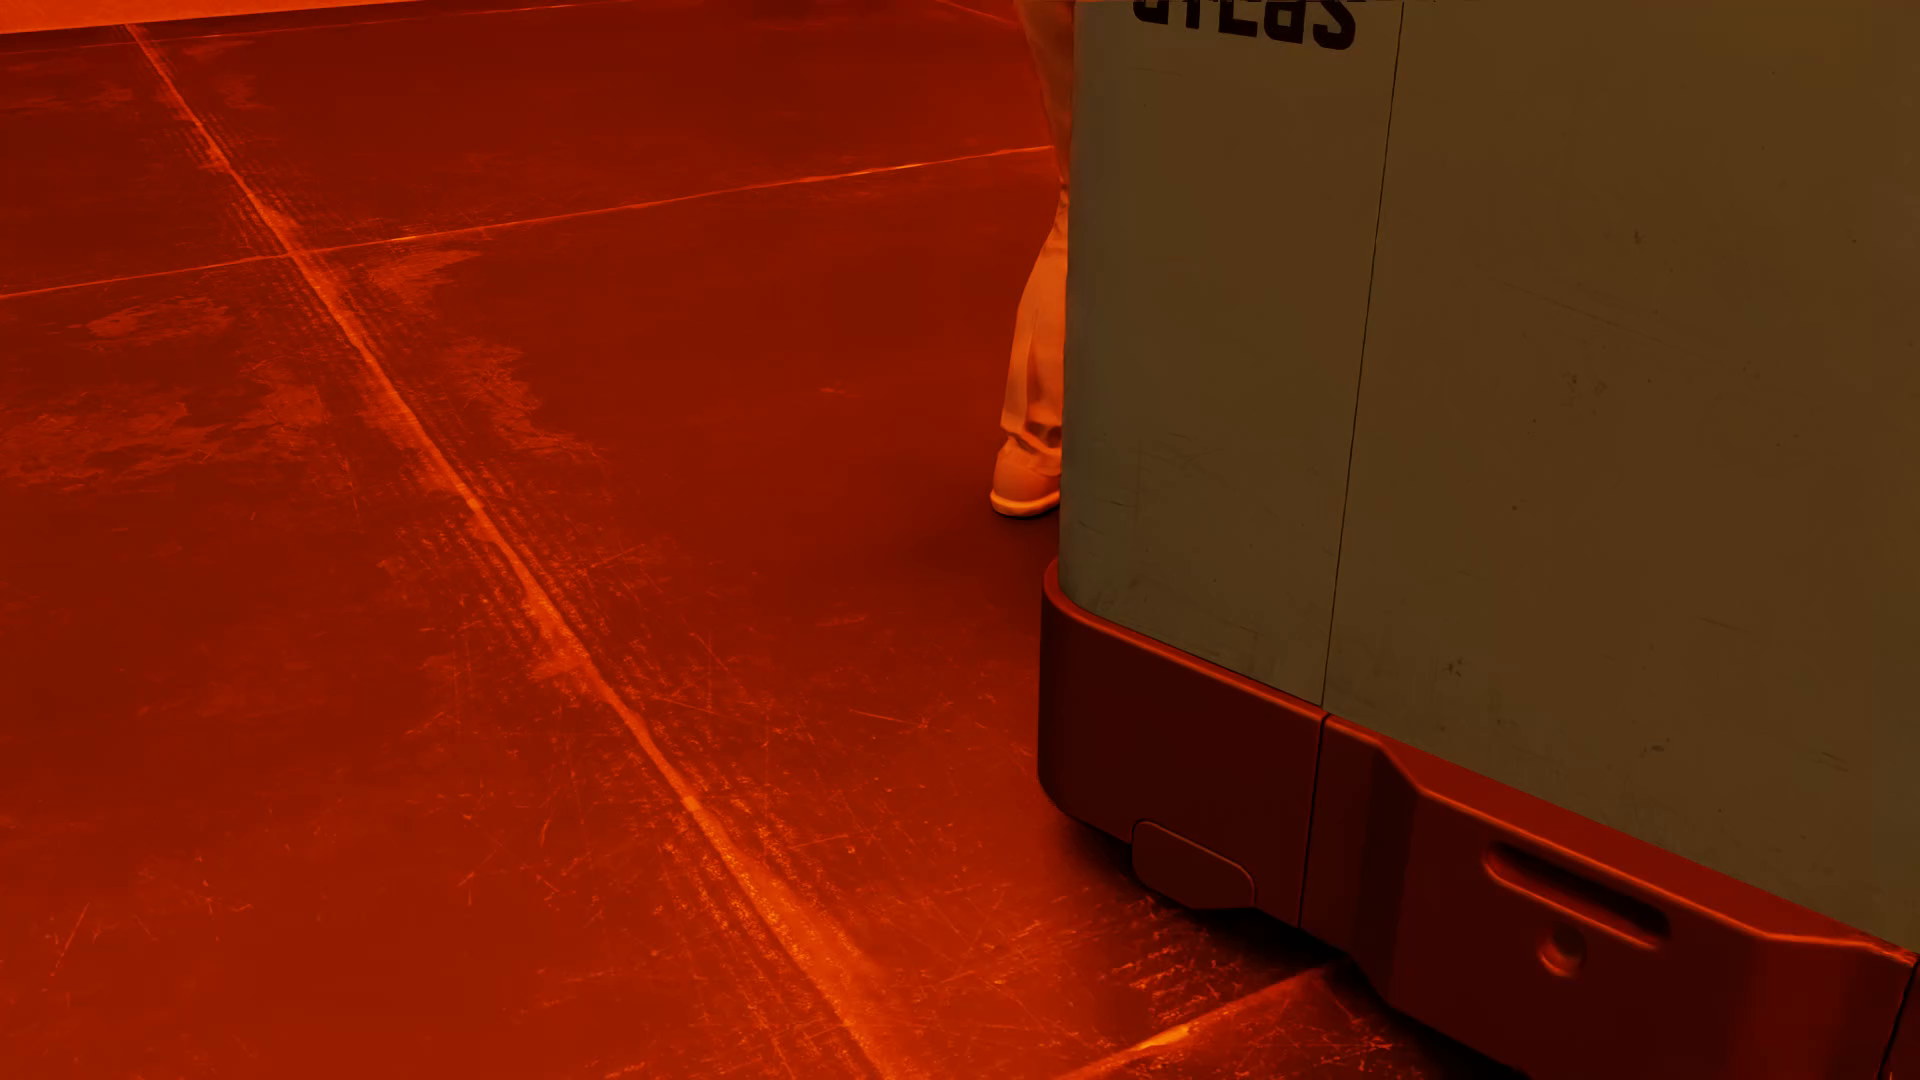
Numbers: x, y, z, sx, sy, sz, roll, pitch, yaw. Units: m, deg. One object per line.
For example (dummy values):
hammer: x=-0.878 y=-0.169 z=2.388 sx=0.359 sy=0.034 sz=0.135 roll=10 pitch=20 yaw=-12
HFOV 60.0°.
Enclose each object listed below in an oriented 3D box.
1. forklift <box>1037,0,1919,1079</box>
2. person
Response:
forklift: x=1.523 y=-0.705 z=0.650 sx=3.031 sy=2.935 sz=1.130 roll=22 pitch=34 yaw=36
person: x=0.345 y=-0.821 z=2.331 sx=0.619 sy=1.621 sz=0.715 roll=-22 pitch=35 yaw=-37
